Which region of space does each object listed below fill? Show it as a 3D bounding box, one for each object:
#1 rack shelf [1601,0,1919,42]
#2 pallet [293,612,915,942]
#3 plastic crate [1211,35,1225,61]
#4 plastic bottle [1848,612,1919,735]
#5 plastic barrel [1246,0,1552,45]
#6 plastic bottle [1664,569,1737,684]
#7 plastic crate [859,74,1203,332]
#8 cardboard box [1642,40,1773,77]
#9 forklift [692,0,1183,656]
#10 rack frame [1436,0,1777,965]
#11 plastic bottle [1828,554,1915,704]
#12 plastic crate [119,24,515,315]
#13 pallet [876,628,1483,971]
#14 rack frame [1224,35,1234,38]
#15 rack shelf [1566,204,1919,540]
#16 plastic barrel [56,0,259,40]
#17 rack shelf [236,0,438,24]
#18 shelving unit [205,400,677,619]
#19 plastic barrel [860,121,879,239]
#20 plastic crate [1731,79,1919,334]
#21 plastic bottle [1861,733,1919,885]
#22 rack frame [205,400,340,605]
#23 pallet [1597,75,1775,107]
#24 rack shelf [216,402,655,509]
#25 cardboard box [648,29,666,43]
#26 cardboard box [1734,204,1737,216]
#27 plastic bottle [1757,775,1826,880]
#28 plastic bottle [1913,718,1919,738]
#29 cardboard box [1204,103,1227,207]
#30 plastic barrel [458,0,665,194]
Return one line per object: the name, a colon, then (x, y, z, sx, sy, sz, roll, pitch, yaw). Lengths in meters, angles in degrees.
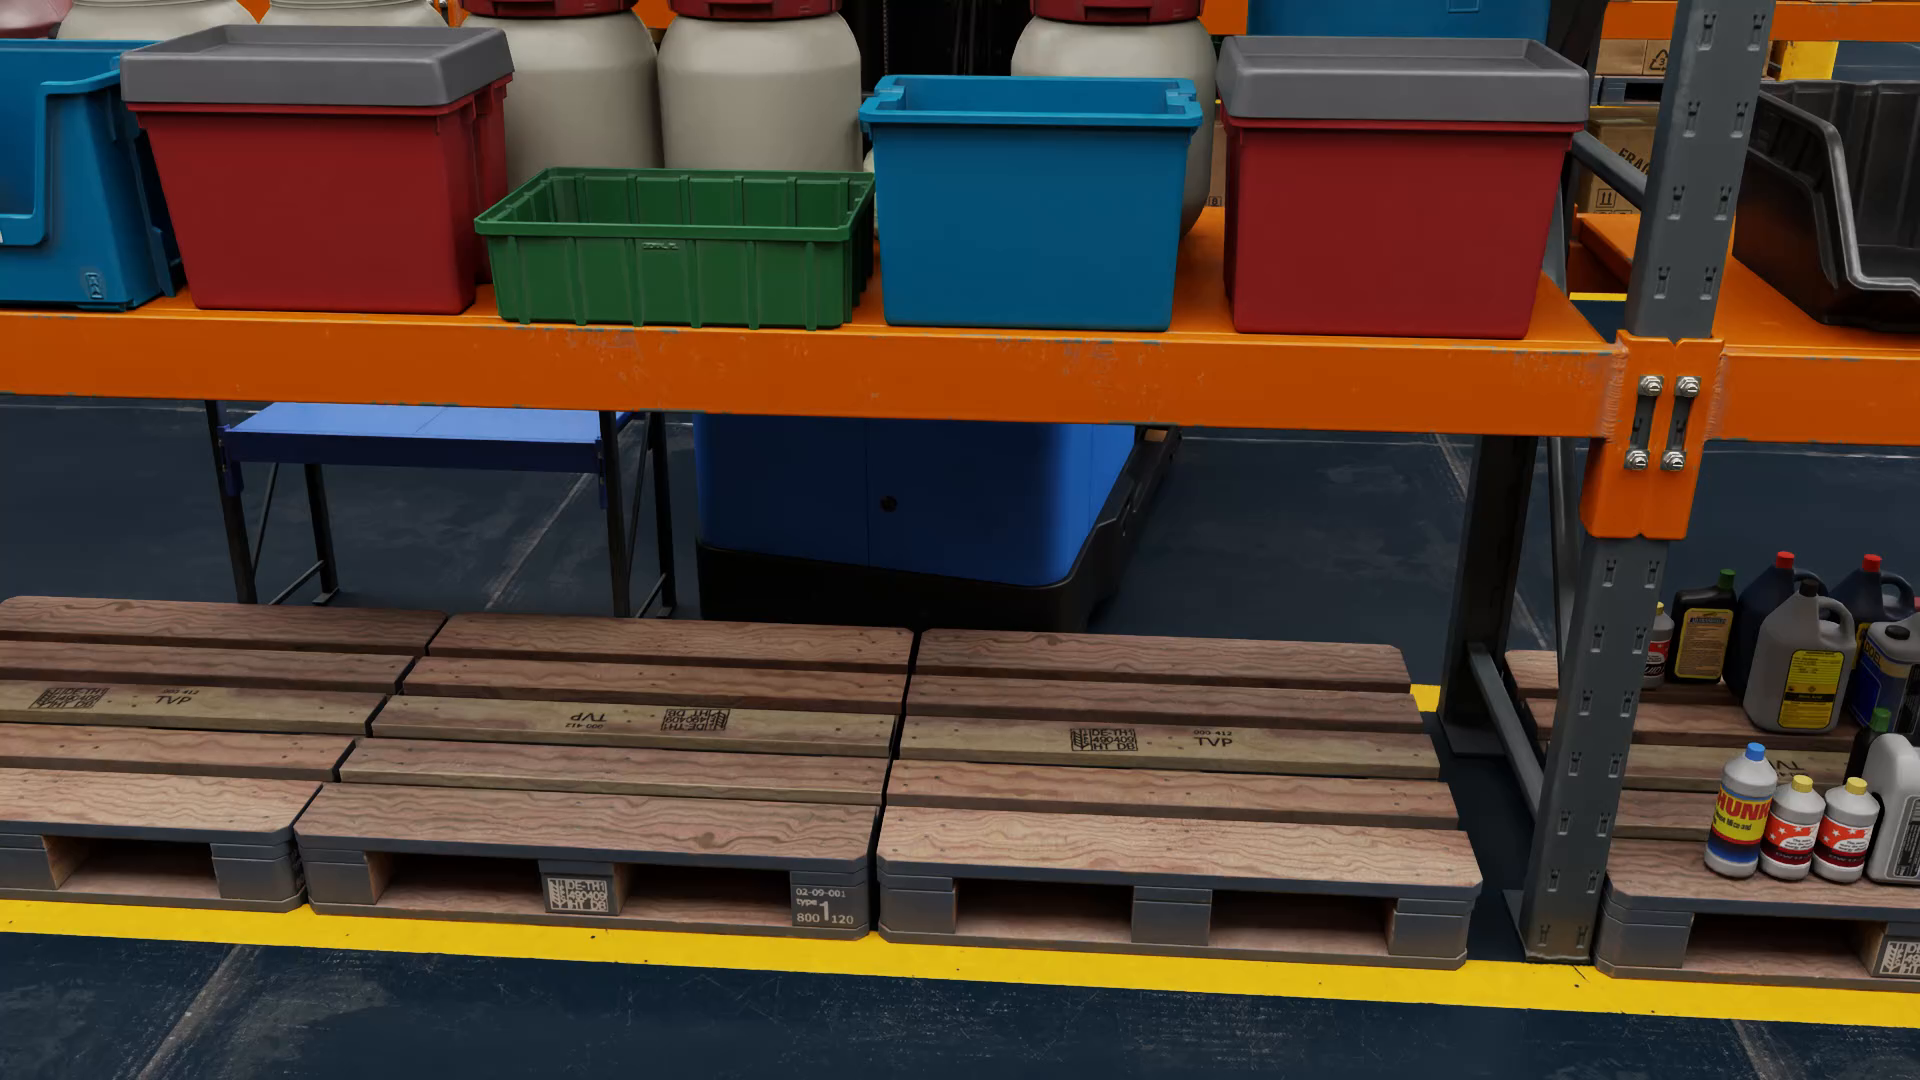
rack shelf: (3.626, -2.384, 7.703, 4.000, 0.370, 1.077, 2, 25, 4)
pallet: (-0.753, 0.509, 3.890, 1.213, 0.211, 1.003, 2, 25, 4)
plastic crate: (2.386, -4.128, 13.928, 0.662, 0.188, 0.450, 16, 39, 31)
plastic bottle: (2.122, 0.296, 3.750, 0.135, 0.276, 0.152, 2, 25, 4)
plastic barrel: (0.891, -1.077, 3.402, 0.708, 0.901, 0.600, 2, 25, 4)
plastic bottle: (1.758, 0.202, 3.947, 0.133, 0.283, 0.061, 3, 25, 7)
plastic crate: (0.129, -0.609, 3.004, 0.575, 0.384, 0.392, 2, 25, 4)
cardboard box: (5.419, -3.931, 12.243, 0.875, 0.875, 0.875, 2, 25, 4)
forklift: (0.168, -1.582, 5.182, 1.130, 2.935, 3.031, 7, 26, 14)
rack frame: (1.253, -0.710, 3.206, 0.127, 3.000, 1.000, 2, 25, 4)
plastic bottle: (2.108, 0.200, 3.870, 0.185, 0.351, 0.144, 1, 25, 1)
plastic crate: (-1.148, -0.688, 3.081, 0.583, 0.464, 0.402, 2, 25, 4)
pallet: (0.467, 0.547, 3.808, 1.213, 0.211, 1.003, 2, 25, 4)
rack frame: (2.112, -4.839, 12.177, 0.127, 3.000, 1.000, 2, 25, 4)
rack shelf: (3.247, -0.320, 3.217, 4.000, 0.370, 1.077, 2, 25, 4)
plastic barrel: (-1.694, -0.945, 3.582, 0.421, 0.512, 0.421, 0, 25, 0)
rack shelf: (-4.351, -2.640, 8.260, 4.000, 0.370, 1.077, 2, 25, 4)
shelving unit: (-1.365, -0.442, 4.382, 1.048, 1.500, 0.538, 2, 21, 5)
plastic barrel: (-0.055, -0.754, 3.466, 0.301, 0.262, 0.301, 0, 25, 0)
plastic crate: (1.765, -0.613, 3.067, 0.504, 0.338, 0.767, 2, 25, 4)
plastic bottle: (1.861, 0.519, 3.266, 0.135, 0.276, 0.152, 3, 25, 6)
rack frame: (-1.871, -0.461, 4.422, 0.032, 1.500, 0.500, 2, 21, 5)
pallet: (5.297, -3.437, 12.467, 1.213, 0.211, 1.003, 2, 25, 4)
rack shelf: (-1.366, -0.275, 4.447, 1.000, 0.185, 0.538, 2, 21, 5)
cardboard box: (-2.552, -3.934, 12.699, 0.500, 0.500, 0.500, 2, 25, 4)
cardboard box: (3.777, -1.762, 7.978, 0.500, 0.500, 0.500, 4, 25, 9)
plastic bottle: (1.638, 0.557, 3.272, 0.097, 0.201, 0.097, 0, 25, 0)
plastic bottle: (2.037, 0.432, 3.366, 0.185, 0.351, 0.144, 2, 25, 4)
cardboard box: (1.021, -1.868, 8.185, 0.500, 0.500, 0.700, 0, 25, 0)
plastic barrel: (-0.847, -0.932, 3.523, 0.433, 0.535, 0.433, 0, 25, 0)
